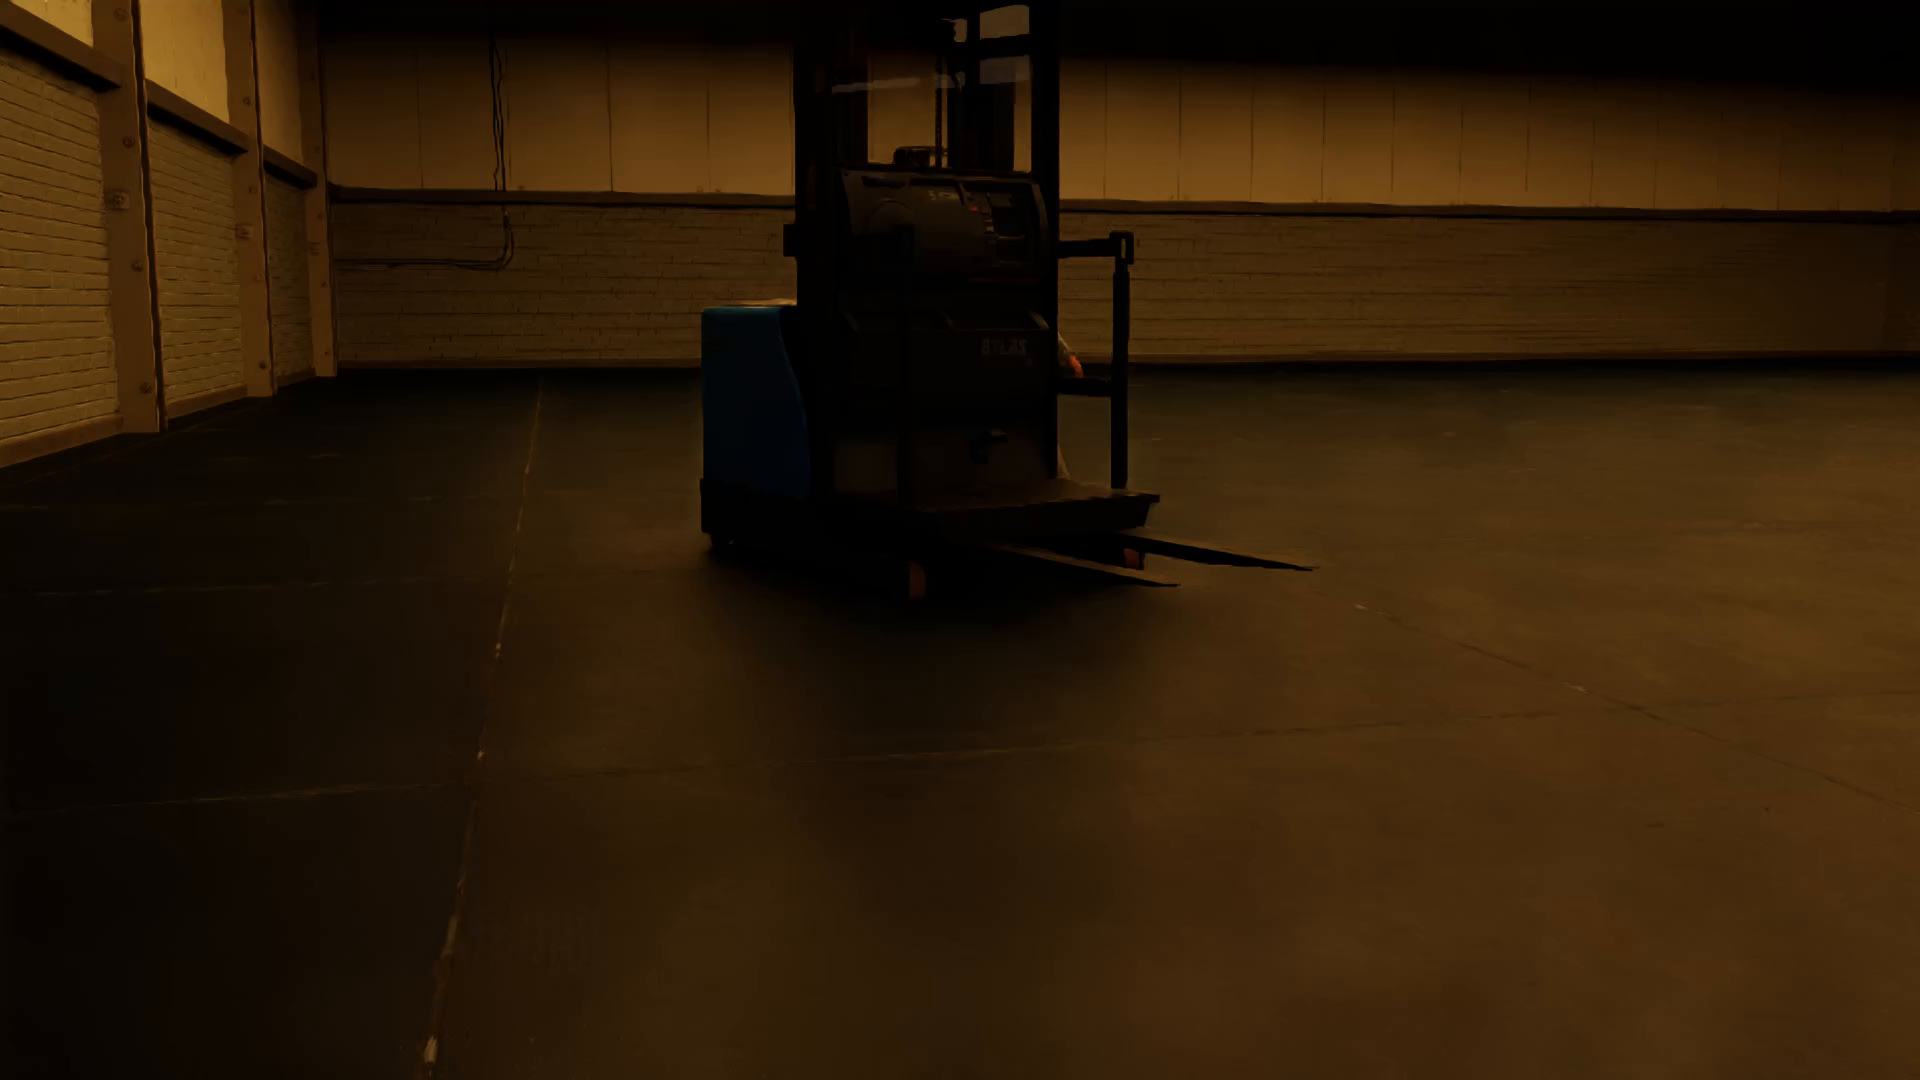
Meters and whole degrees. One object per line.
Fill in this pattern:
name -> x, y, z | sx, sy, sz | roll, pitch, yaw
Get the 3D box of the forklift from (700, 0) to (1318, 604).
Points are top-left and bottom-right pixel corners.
forklift -> 0.068, -1.293, 6.373 | 1.130, 2.935, 3.031 | -5, 10, -33

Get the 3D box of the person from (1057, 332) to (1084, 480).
person -> 0.176, -0.819, 7.981 | 0.829, 1.588, 0.800 | 3, 8, 19
